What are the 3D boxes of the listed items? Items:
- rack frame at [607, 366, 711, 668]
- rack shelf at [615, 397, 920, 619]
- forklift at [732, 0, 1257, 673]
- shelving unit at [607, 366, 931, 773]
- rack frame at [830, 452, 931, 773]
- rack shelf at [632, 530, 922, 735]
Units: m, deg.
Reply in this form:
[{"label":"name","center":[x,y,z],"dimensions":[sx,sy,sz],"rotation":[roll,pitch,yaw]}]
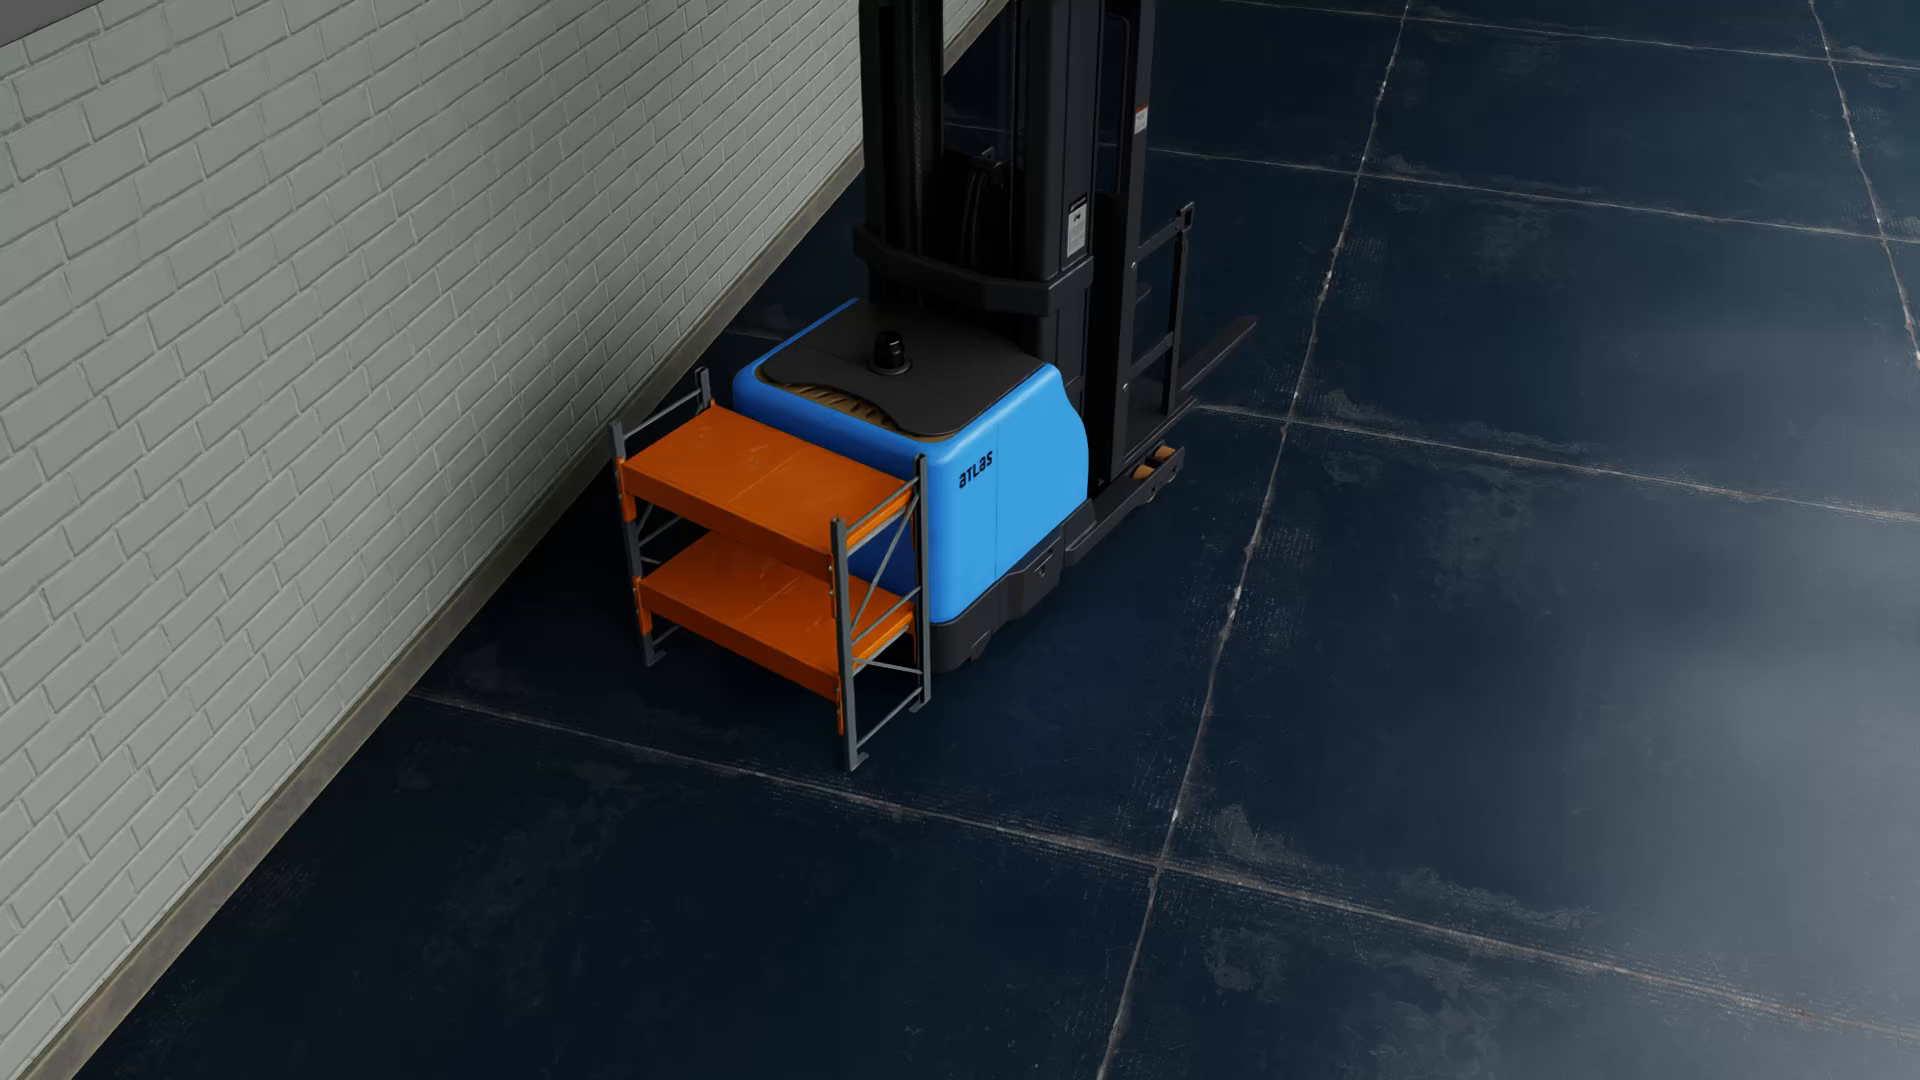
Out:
[{"label":"rack frame","center":[-1.100,-0.074,6.401],"dimensions":[0.032,1.125,0.500],"rotation":[23,42,28]},{"label":"rack shelf","center":[-0.684,-0.135,5.991],"dimensions":[1.000,0.278,0.538],"rotation":[23,42,28]},{"label":"forklift","center":[0.368,-1.496,6.810],"dimensions":[1.130,2.935,3.031],"rotation":[22,42,27]},{"label":"shelving unit","center":[-0.684,0.100,6.165],"dimensions":[1.048,1.125,0.538],"rotation":[23,42,28]},{"label":"rack frame","center":[-0.269,0.274,5.929],"dimensions":[0.032,1.125,0.500],"rotation":[23,42,28]},{"label":"rack shelf","center":[-0.684,0.297,6.310],"dimensions":[1.000,0.278,0.538],"rotation":[23,42,28]}]
